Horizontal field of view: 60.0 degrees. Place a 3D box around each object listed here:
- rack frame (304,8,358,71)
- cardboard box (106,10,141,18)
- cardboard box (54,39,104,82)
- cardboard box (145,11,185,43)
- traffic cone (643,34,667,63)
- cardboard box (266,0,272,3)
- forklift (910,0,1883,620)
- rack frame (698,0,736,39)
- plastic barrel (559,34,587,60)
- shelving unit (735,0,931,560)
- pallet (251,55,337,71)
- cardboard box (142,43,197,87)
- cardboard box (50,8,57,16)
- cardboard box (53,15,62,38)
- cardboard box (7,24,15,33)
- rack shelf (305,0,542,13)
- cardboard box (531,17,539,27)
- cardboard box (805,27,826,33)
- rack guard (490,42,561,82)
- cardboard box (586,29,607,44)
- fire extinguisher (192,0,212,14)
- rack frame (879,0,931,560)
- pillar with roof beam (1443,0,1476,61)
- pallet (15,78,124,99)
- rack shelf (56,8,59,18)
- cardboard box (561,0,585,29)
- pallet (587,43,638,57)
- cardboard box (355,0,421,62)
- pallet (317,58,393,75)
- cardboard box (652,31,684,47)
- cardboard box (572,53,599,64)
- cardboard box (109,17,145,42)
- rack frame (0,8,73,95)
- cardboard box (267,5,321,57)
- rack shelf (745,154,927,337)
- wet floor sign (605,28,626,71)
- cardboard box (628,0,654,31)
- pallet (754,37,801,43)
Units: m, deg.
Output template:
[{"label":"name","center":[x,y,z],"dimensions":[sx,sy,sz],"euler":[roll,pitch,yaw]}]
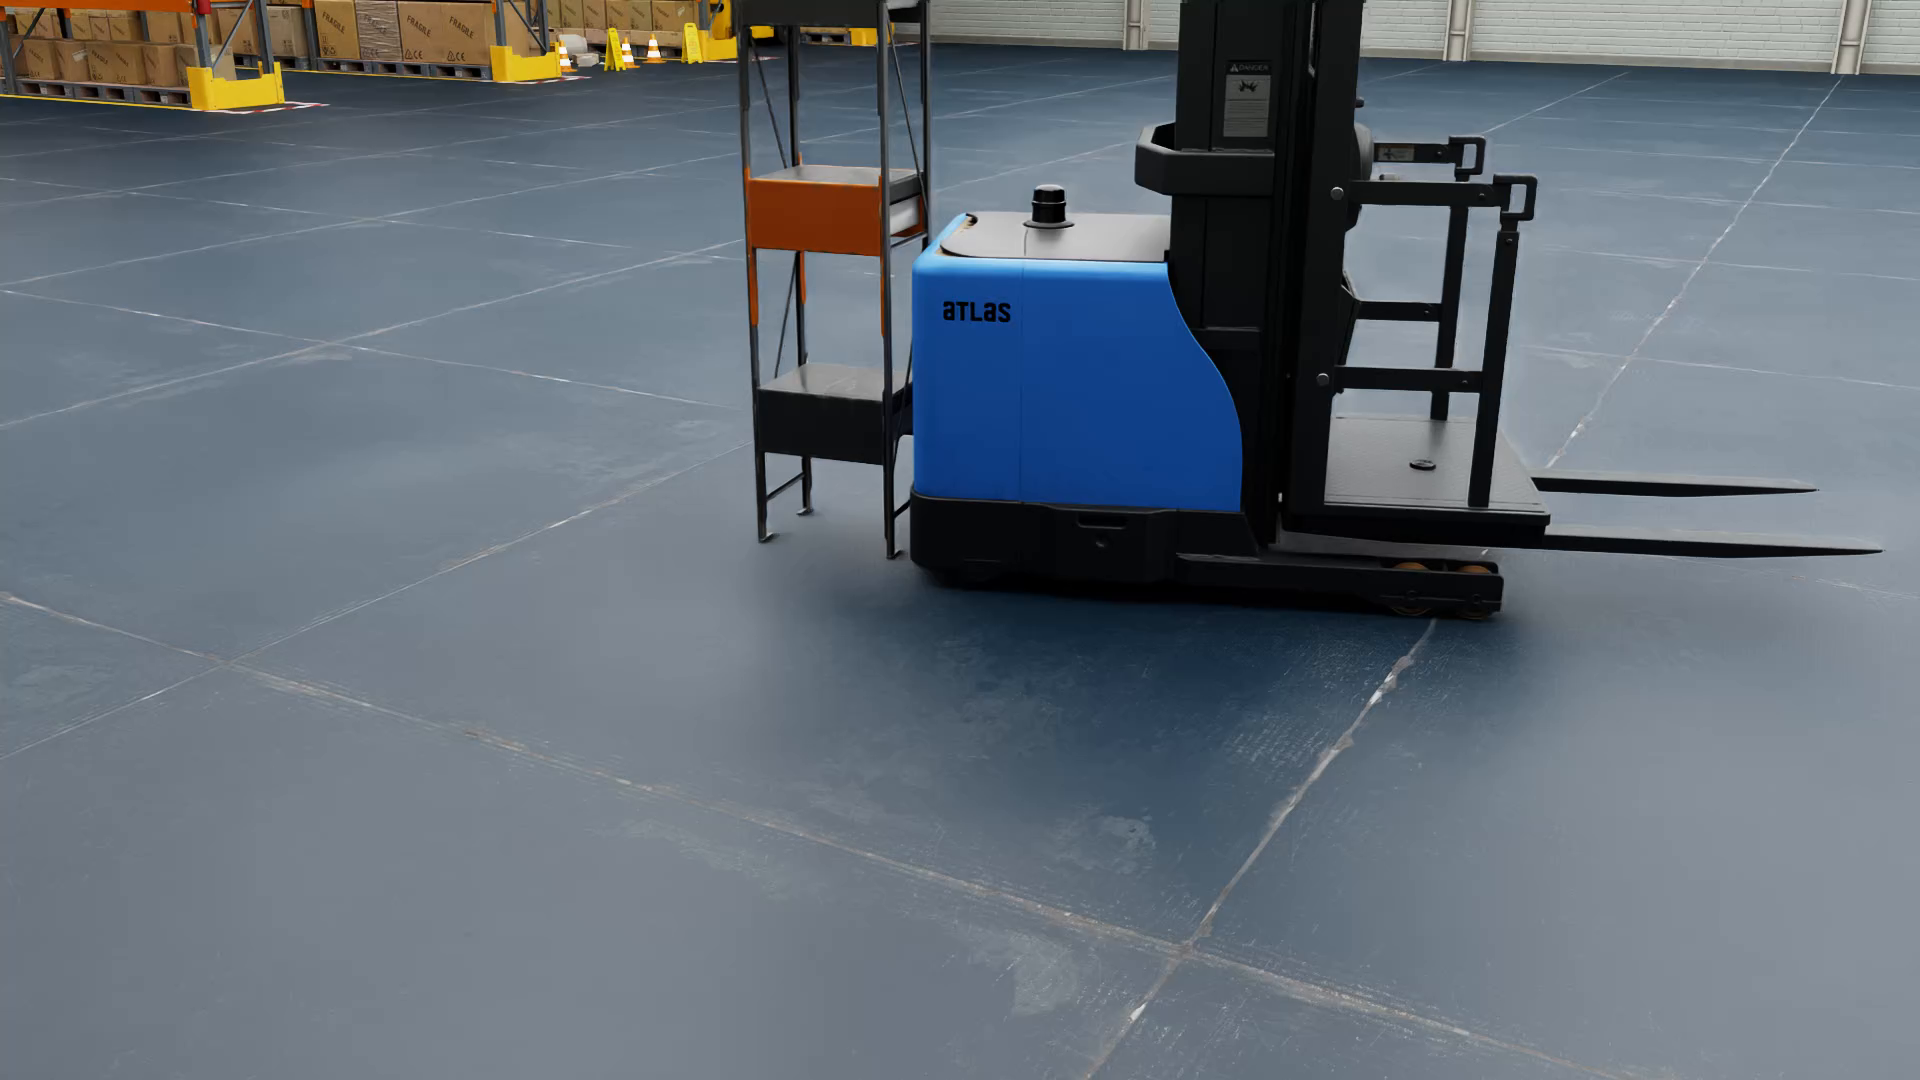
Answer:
[{"label":"rack frame","center":[-9.987,-8.988,26.244],"dimensions":[0.127,3.000,1.000],"euler":[11,23,27]},{"label":"cardboard box","center":[-14.204,-9.064,28.403],"dimensions":[0.500,0.250,0.500],"euler":[10,22,26]},{"label":"cardboard box","center":[-11.661,-6.379,22.102],"dimensions":[0.500,0.500,0.500],"euler":[-17,26,-39]},{"label":"cardboard box","center":[-12.991,-8.665,28.037],"dimensions":[0.750,0.750,1.050],"euler":[10,22,27]},{"label":"traffic cone","center":[-5.174,-8.308,28.090],"dimensions":[0.334,0.463,0.336],"euler":[11,23,27]},{"label":"cardboard box","center":[-14.065,-10.928,34.093],"dimensions":[0.875,0.875,0.875],"euler":[12,23,29]},{"label":"forklift","center":[1.397,-1.323,5.215],"dimensions":[3.031,2.935,1.130],"euler":[3,20,8]},{"label":"rack frame","center":[-4.169,-9.813,28.519],"dimensions":[0.127,3.000,1.000],"euler":[11,23,27]},{"label":"plastic barrel","center":[-6.711,-8.495,28.663],"dimensions":[0.512,0.421,0.421],"euler":[-7,21,-20]},{"label":"shelving unit","center":[-0.402,-1.011,5.573],"dimensions":[0.503,2.100,0.431],"euler":[7,21,19]},{"label":"pallet","center":[-10.697,-7.783,27.012],"dimensions":[1.213,0.211,1.003],"euler":[11,23,27]},{"label":"cardboard box","center":[-10.078,-6.083,21.287],"dimensions":[0.500,0.500,0.500],"euler":[18,27,41]},{"label":"cardboard box","center":[-15.546,-9.318,29.104],"dimensions":[0.500,0.250,0.500],"euler":[12,23,29]},{"label":"cardboard box","center":[-15.529,-8.968,29.240],"dimensions":[0.500,0.500,0.500],"euler":[11,23,28]},{"label":"cardboard box","center":[-17.401,-9.273,30.159],"dimensions":[0.250,0.149,0.380],"euler":[11,23,28]},{"label":"rack shelf","center":[-8.241,-8.317,25.450],"dimensions":[4.000,0.370,1.077],"euler":[11,23,27]},{"label":"cardboard box","center":[-8.120,-9.527,30.968],"dimensions":[0.625,0.372,0.950],"euler":[11,23,28]},{"label":"cardboard box","center":[-2.745,-10.266,33.184],"dimensions":[0.500,0.250,0.500],"euler":[11,23,27]},{"label":"rack guard","center":[-6.474,-7.144,24.826],"dimensions":[0.348,0.500,1.175],"euler":[11,23,27]},{"label":"cardboard box","center":[-6.342,-9.032,29.782],"dimensions":[0.500,0.250,0.500],"euler":[10,22,27]},{"label":"fire extinguisher","center":[-9.127,-6.671,19.969],"dimensions":[0.183,0.674,0.296],"euler":[11,23,27]},{"label":"rack frame","center":[-0.173,-0.982,5.493],"dimensions":[0.015,2.100,0.400],"euler":[7,21,19]},{"label":"pillar with roof beam","center":[6.457,-11.219,23.596],"dimensions":[0.400,9.000,9.100],"euler":[11,23,27]},{"label":"pallet","center":[-11.891,-6.116,22.417],"dimensions":[1.213,0.211,1.003],"euler":[11,23,27]},{"label":"rack shelf","center":[-14.240,-7.523,23.260],"dimensions":[4.000,0.370,1.077],"euler":[11,23,27]},{"label":"cardboard box","center":[-6.805,-9.472,29.895],"dimensions":[0.500,0.500,0.500],"euler":[12,23,29]},{"label":"pallet","center":[-5.988,-8.864,29.992],"dimensions":[1.213,0.211,1.003],"euler":[11,23,27]},{"label":"cardboard box","center":[-8.683,-7.912,25.779],"dimensions":[0.875,0.875,0.875],"euler":[11,23,28]},{"label":"pallet","center":[-9.361,-7.527,26.307],"dimensions":[1.213,0.211,1.003],"euler":[11,23,27]},{"label":"cardboard box","center":[-5.027,-8.776,29.078],"dimensions":[0.500,0.250,0.500],"euler":[11,23,27]},{"label":"cardboard box","center":[-6.298,-8.090,27.948],"dimensions":[0.380,0.149,0.250],"euler":[-11,23,-29]},{"label":"cardboard box","center":[-14.181,-8.707,28.520],"dimensions":[0.500,0.500,0.500],"euler":[11,23,27]},{"label":"rack frame","center":[-12.494,-7.528,22.220],"dimensions":[0.127,3.000,1.000],"euler":[11,23,27]},{"label":"cardboard box","center":[-10.573,-8.204,26.767],"dimensions":[0.750,0.750,1.050],"euler":[11,23,27]},{"label":"rack shelf","center":[-0.402,-0.998,5.577],"dimensions":[0.480,0.518,0.431],"euler":[7,21,19]},{"label":"wet floor sign","center":[-5.504,-7.801,26.424],"dimensions":[0.232,0.644,0.267],"euler":[7,21,18]},{"label":"cardboard box","center":[-5.453,-9.212,29.179],"dimensions":[0.500,0.500,0.500],"euler":[12,23,29]},{"label":"pallet","center":[-3.501,-10.299,33.947],"dimensions":[1.213,0.211,1.003],"euler":[11,23,27]}]
